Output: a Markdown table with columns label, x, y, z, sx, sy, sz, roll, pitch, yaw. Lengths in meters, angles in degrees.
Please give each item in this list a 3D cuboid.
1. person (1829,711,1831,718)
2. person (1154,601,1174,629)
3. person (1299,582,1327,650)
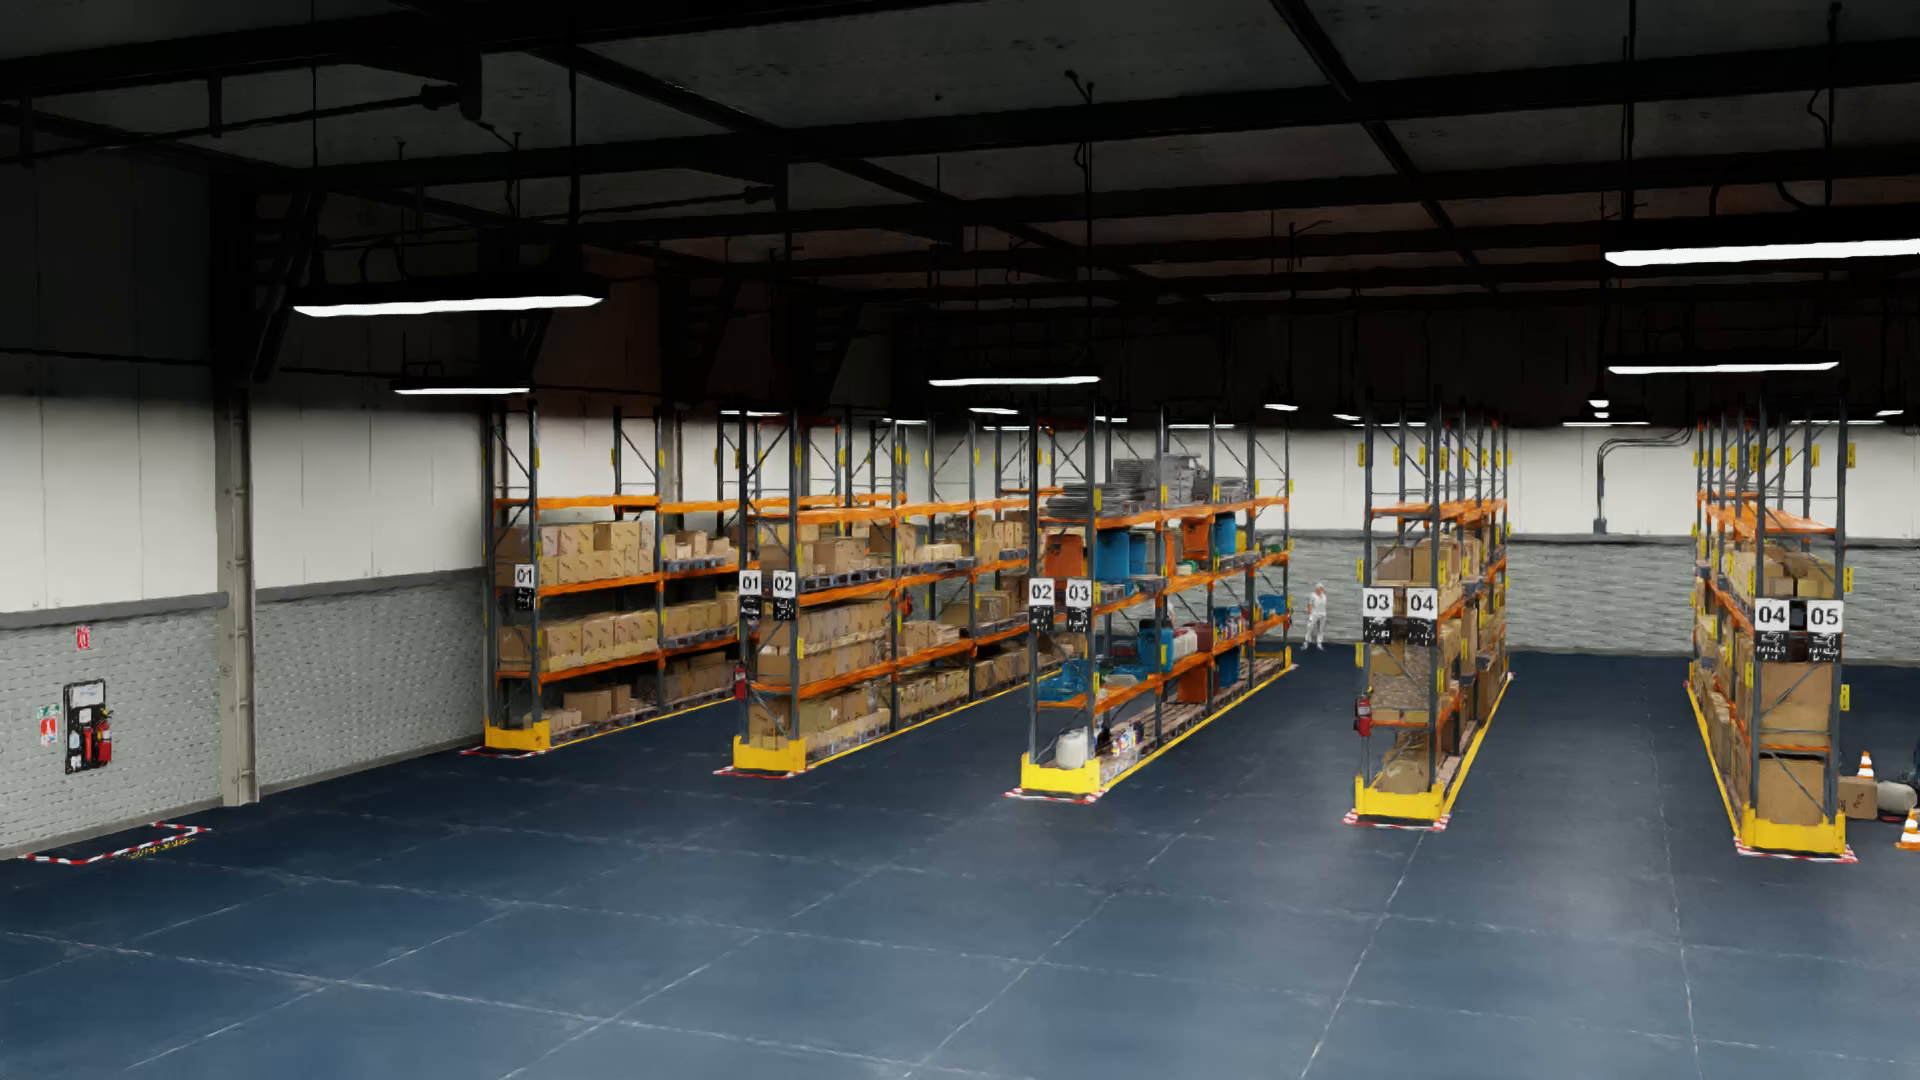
| label | x | y | z | sx | sy | sz | roll | pitch | yaw |
| --- | --- | --- | --- | --- | --- | --- | --- | --- | --- |
| person | 16.741 | 2.578 | 32.144 | 0.447 | 1.663 | 0.530 | -1 | 3 | -11 |
| person | 5.086 | 2.096 | 41.472 | 0.554 | 1.712 | 1.040 | 1 | 3 | 20 |
| person | 9.211 | 1.980 | 43.317 | 0.708 | 1.787 | 0.473 | -1 | 3 | -21 |
